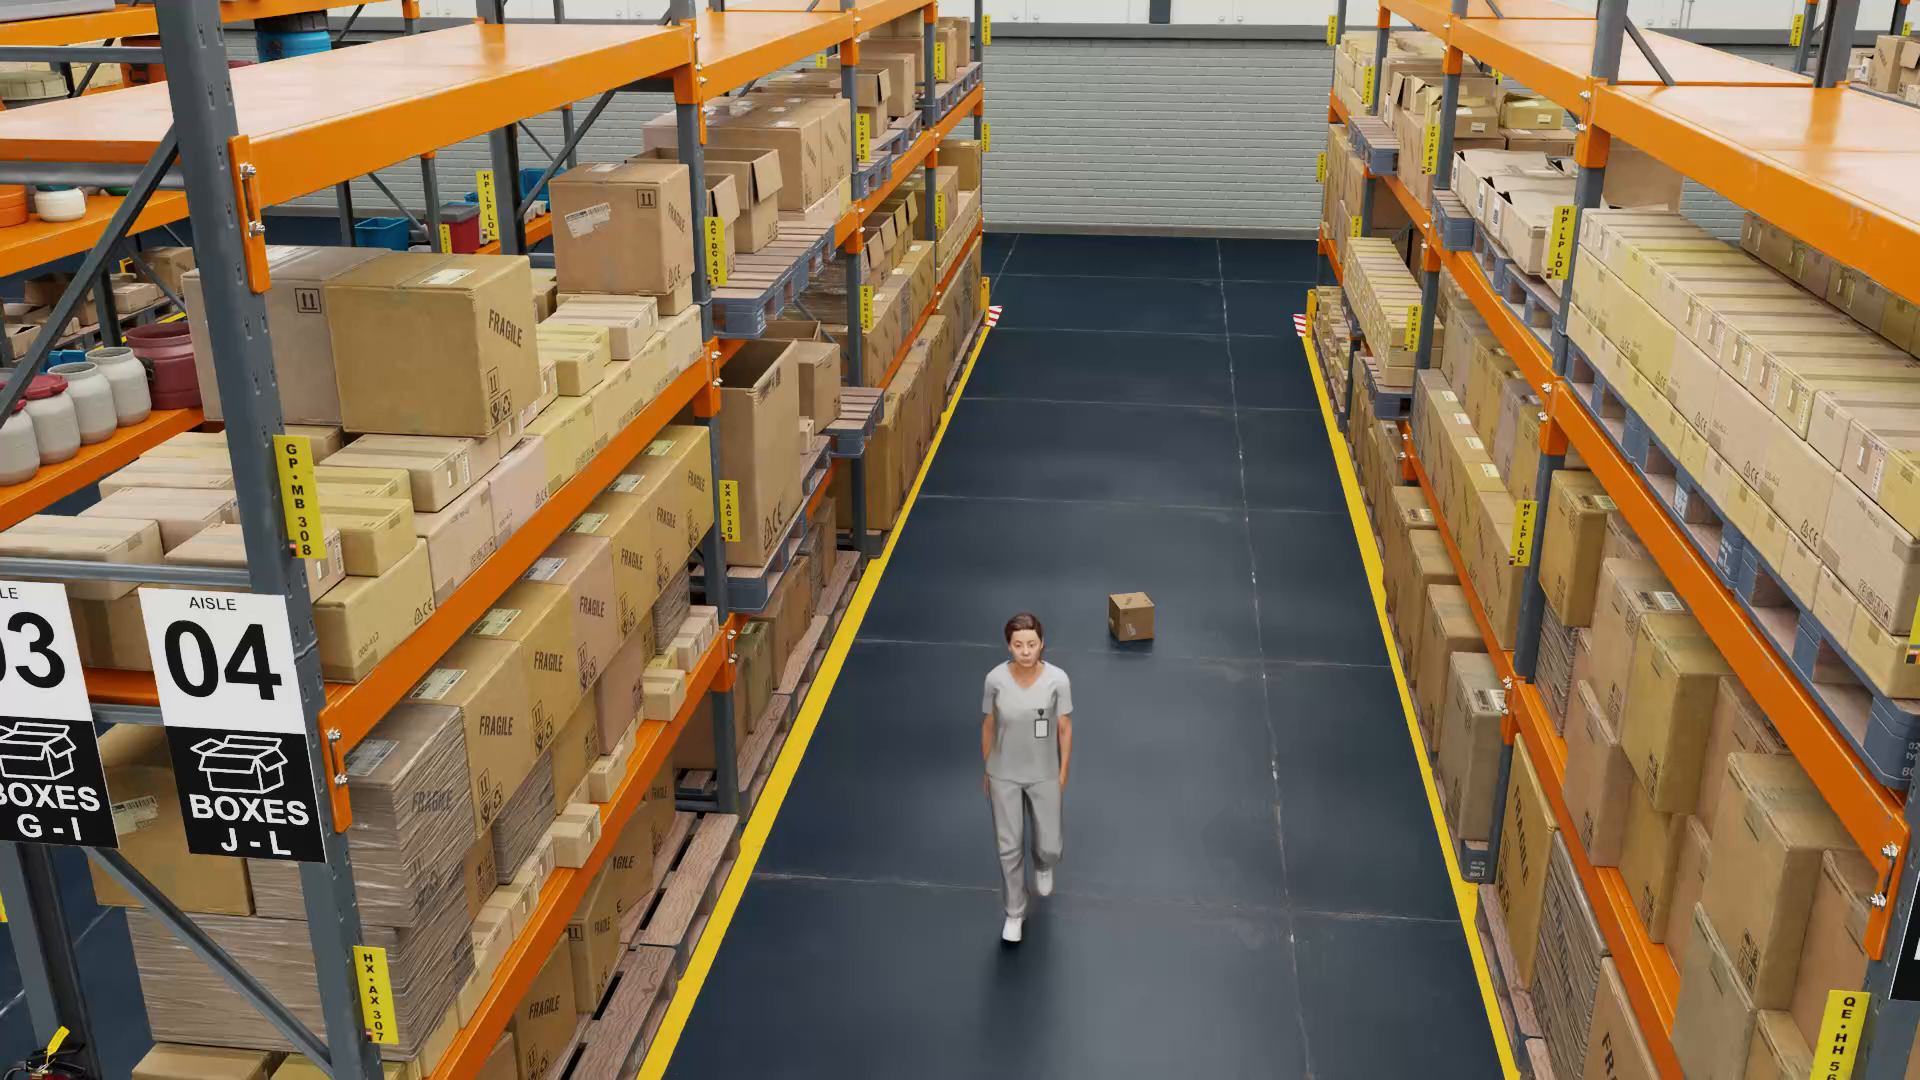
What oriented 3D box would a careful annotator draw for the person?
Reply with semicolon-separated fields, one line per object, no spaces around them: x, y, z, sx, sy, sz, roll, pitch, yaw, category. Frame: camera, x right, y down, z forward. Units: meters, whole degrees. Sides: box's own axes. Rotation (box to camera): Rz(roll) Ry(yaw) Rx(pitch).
0.323;1.128;8.139;0.444;1.655;0.566;2;21;5;person
